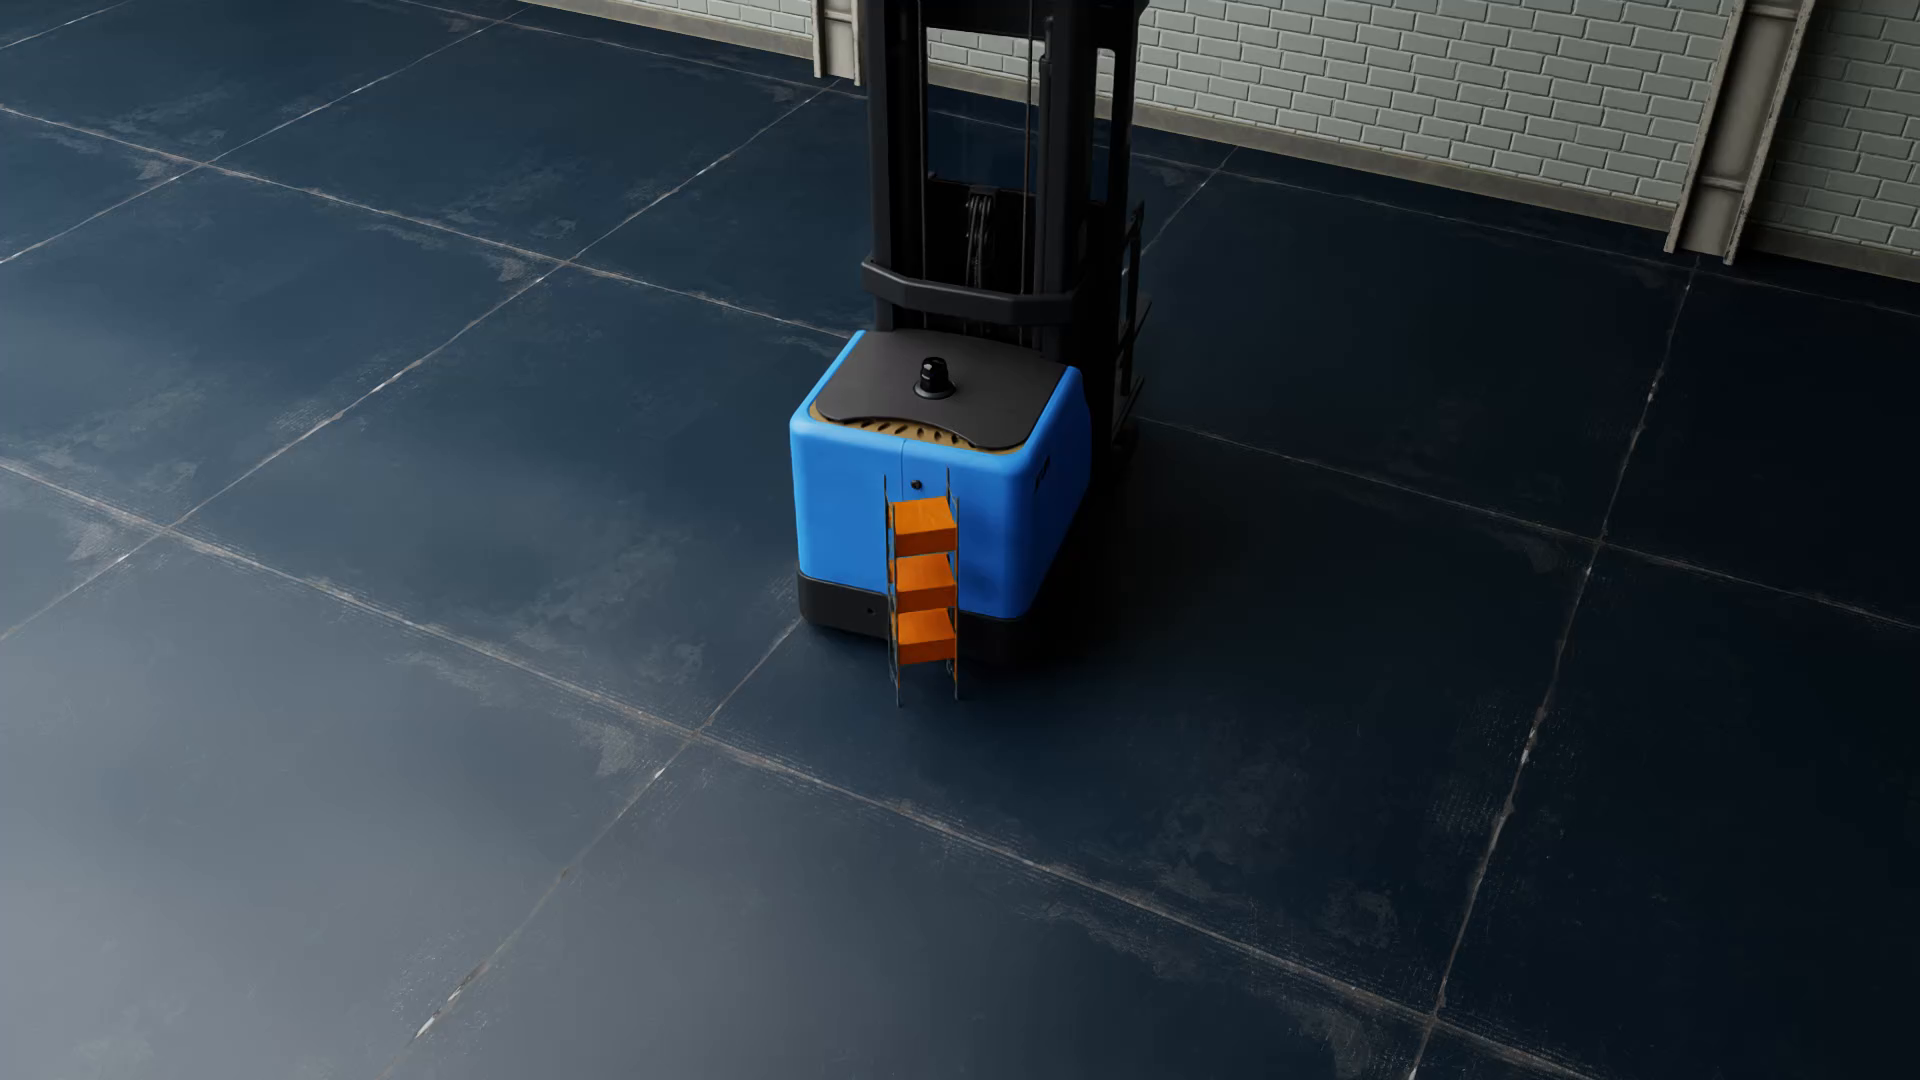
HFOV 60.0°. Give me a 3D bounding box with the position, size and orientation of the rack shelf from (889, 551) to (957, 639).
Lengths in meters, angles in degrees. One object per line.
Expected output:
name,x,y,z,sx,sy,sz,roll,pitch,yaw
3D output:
rack shelf,-0.150,0.214,6.613,0.240,0.259,0.215,-7,39,-9

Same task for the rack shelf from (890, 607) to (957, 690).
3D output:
rack shelf,-0.151,0.430,6.787,0.240,0.259,0.215,-7,39,-9

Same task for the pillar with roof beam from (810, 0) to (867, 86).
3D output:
pillar with roof beam,-2.809,-4.715,6.518,0.400,9.000,9.100,17,41,21

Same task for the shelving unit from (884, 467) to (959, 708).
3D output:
shelving unit,-0.150,0.205,6.606,0.252,1.050,0.215,-7,39,-9

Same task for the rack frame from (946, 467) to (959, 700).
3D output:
rack frame,-0.030,0.190,6.626,0.008,1.050,0.200,-7,39,-9

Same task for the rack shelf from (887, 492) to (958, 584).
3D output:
rack shelf,-0.148,-0.008,6.435,0.240,0.259,0.215,-7,39,-9

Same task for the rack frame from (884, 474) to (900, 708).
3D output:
rack frame,-0.269,0.220,6.586,0.008,1.050,0.200,-7,39,-9

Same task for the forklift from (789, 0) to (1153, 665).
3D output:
forklift,0.253,-1.539,7.353,1.130,2.935,3.031,11,39,15

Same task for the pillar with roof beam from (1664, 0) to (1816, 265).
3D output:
pillar with roof beam,2.519,-3.046,4.321,0.400,9.000,9.100,17,41,21
